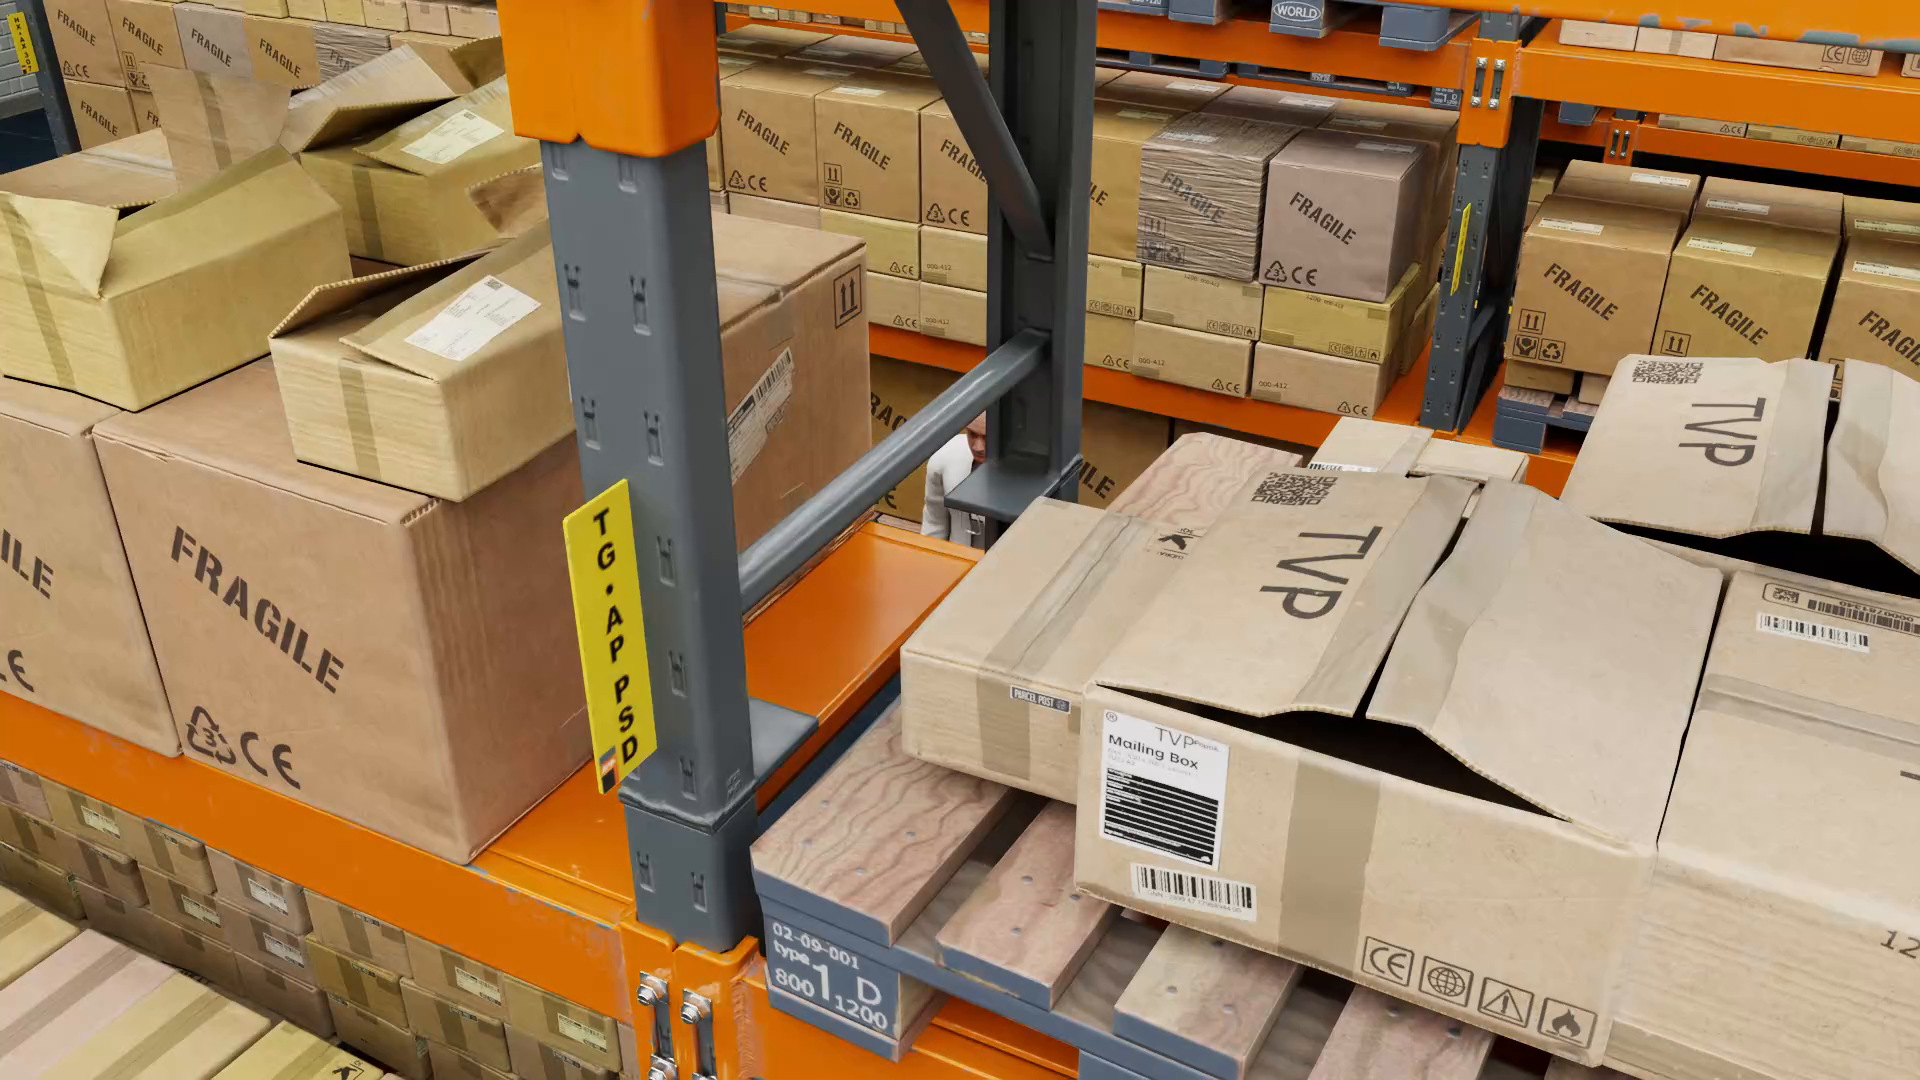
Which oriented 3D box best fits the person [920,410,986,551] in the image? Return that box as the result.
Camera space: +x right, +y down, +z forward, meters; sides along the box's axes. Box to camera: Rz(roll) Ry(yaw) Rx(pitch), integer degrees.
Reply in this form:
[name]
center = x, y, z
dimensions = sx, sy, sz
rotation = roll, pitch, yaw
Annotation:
[person]
center = 0.109, 0.225, 6.250
dimensions = 0.640, 1.773, 0.424
rotation = 14, 32, 22
